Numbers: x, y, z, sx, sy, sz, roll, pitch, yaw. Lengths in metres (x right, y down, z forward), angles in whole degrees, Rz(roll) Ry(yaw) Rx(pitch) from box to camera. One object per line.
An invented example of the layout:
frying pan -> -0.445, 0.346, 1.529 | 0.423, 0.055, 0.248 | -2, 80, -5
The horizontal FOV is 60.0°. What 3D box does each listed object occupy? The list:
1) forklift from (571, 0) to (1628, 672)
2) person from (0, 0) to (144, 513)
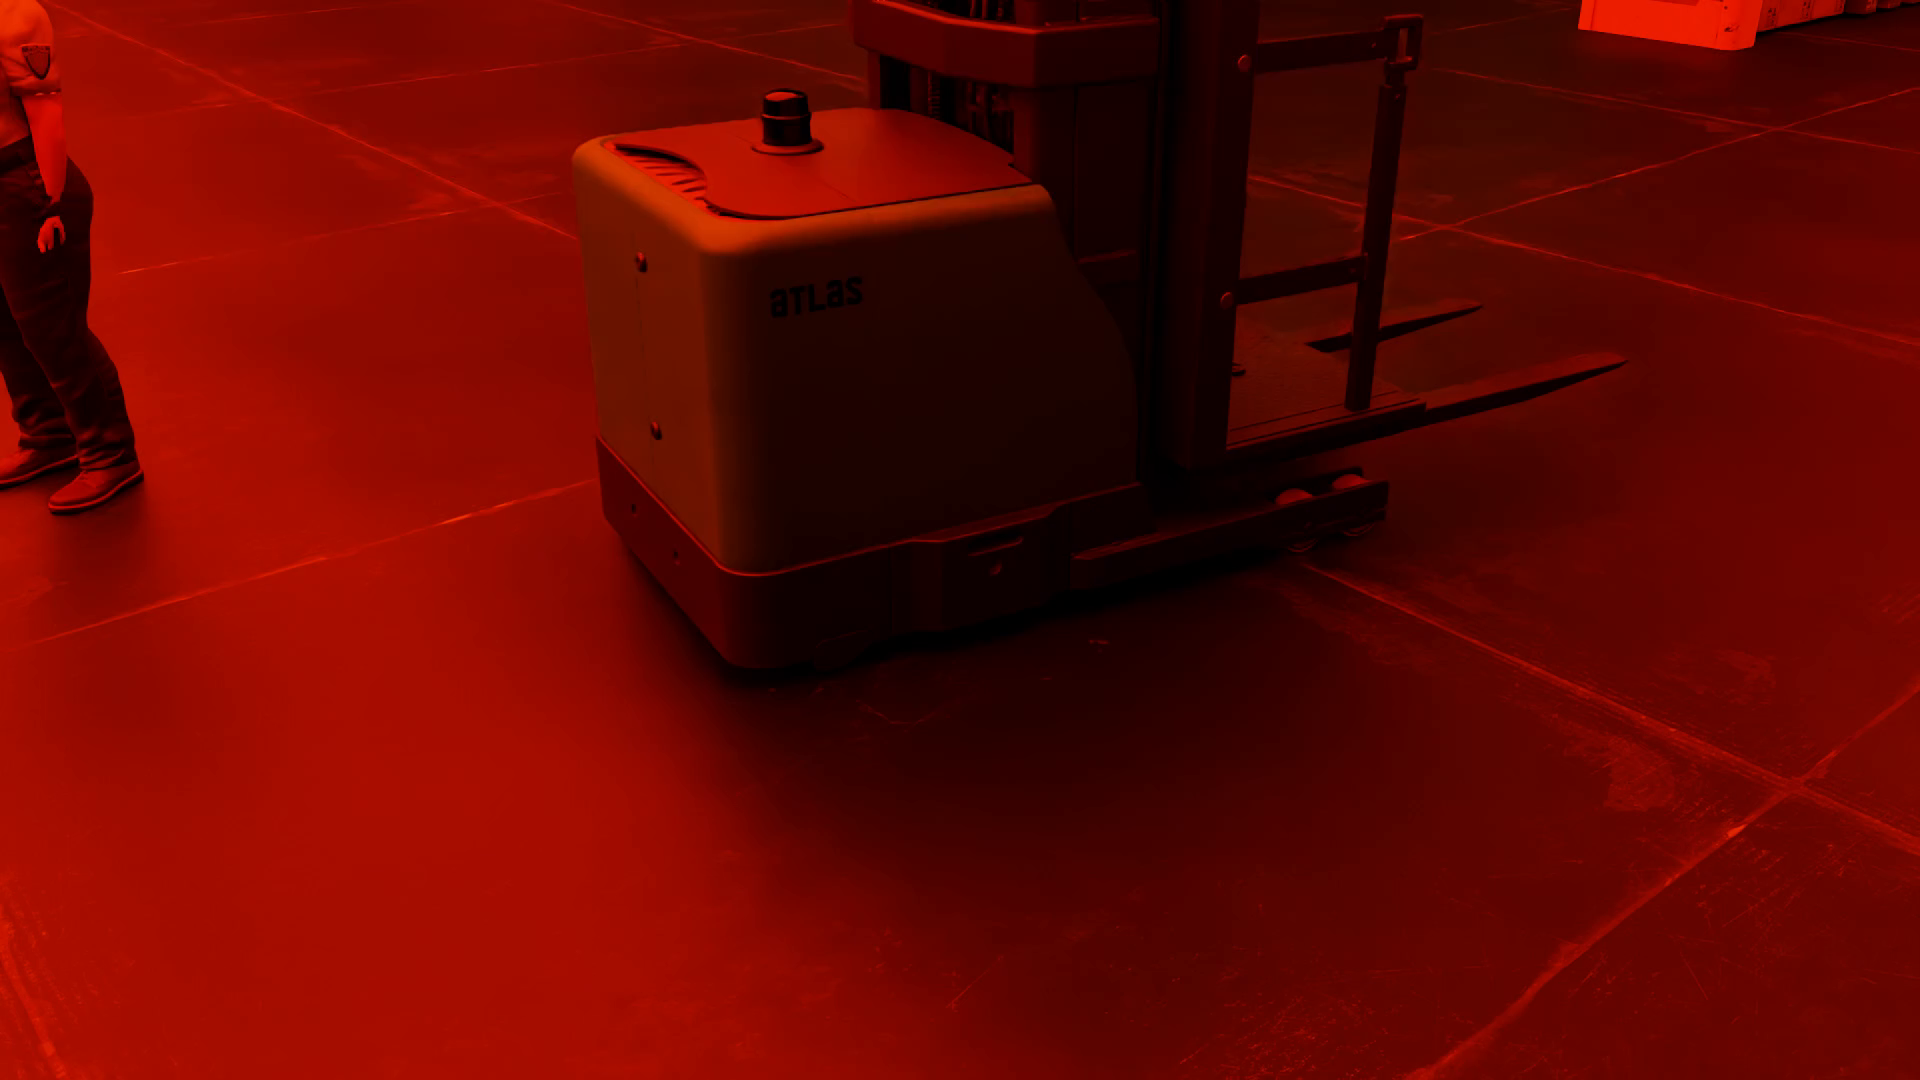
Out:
forklift -> 0.575, -1.471, 4.167 | 3.031, 2.935, 1.130 | -14, 30, -26
person -> -2.581, -0.905, 4.481 | 0.473, 1.650, 0.361 | 14, 30, 27
